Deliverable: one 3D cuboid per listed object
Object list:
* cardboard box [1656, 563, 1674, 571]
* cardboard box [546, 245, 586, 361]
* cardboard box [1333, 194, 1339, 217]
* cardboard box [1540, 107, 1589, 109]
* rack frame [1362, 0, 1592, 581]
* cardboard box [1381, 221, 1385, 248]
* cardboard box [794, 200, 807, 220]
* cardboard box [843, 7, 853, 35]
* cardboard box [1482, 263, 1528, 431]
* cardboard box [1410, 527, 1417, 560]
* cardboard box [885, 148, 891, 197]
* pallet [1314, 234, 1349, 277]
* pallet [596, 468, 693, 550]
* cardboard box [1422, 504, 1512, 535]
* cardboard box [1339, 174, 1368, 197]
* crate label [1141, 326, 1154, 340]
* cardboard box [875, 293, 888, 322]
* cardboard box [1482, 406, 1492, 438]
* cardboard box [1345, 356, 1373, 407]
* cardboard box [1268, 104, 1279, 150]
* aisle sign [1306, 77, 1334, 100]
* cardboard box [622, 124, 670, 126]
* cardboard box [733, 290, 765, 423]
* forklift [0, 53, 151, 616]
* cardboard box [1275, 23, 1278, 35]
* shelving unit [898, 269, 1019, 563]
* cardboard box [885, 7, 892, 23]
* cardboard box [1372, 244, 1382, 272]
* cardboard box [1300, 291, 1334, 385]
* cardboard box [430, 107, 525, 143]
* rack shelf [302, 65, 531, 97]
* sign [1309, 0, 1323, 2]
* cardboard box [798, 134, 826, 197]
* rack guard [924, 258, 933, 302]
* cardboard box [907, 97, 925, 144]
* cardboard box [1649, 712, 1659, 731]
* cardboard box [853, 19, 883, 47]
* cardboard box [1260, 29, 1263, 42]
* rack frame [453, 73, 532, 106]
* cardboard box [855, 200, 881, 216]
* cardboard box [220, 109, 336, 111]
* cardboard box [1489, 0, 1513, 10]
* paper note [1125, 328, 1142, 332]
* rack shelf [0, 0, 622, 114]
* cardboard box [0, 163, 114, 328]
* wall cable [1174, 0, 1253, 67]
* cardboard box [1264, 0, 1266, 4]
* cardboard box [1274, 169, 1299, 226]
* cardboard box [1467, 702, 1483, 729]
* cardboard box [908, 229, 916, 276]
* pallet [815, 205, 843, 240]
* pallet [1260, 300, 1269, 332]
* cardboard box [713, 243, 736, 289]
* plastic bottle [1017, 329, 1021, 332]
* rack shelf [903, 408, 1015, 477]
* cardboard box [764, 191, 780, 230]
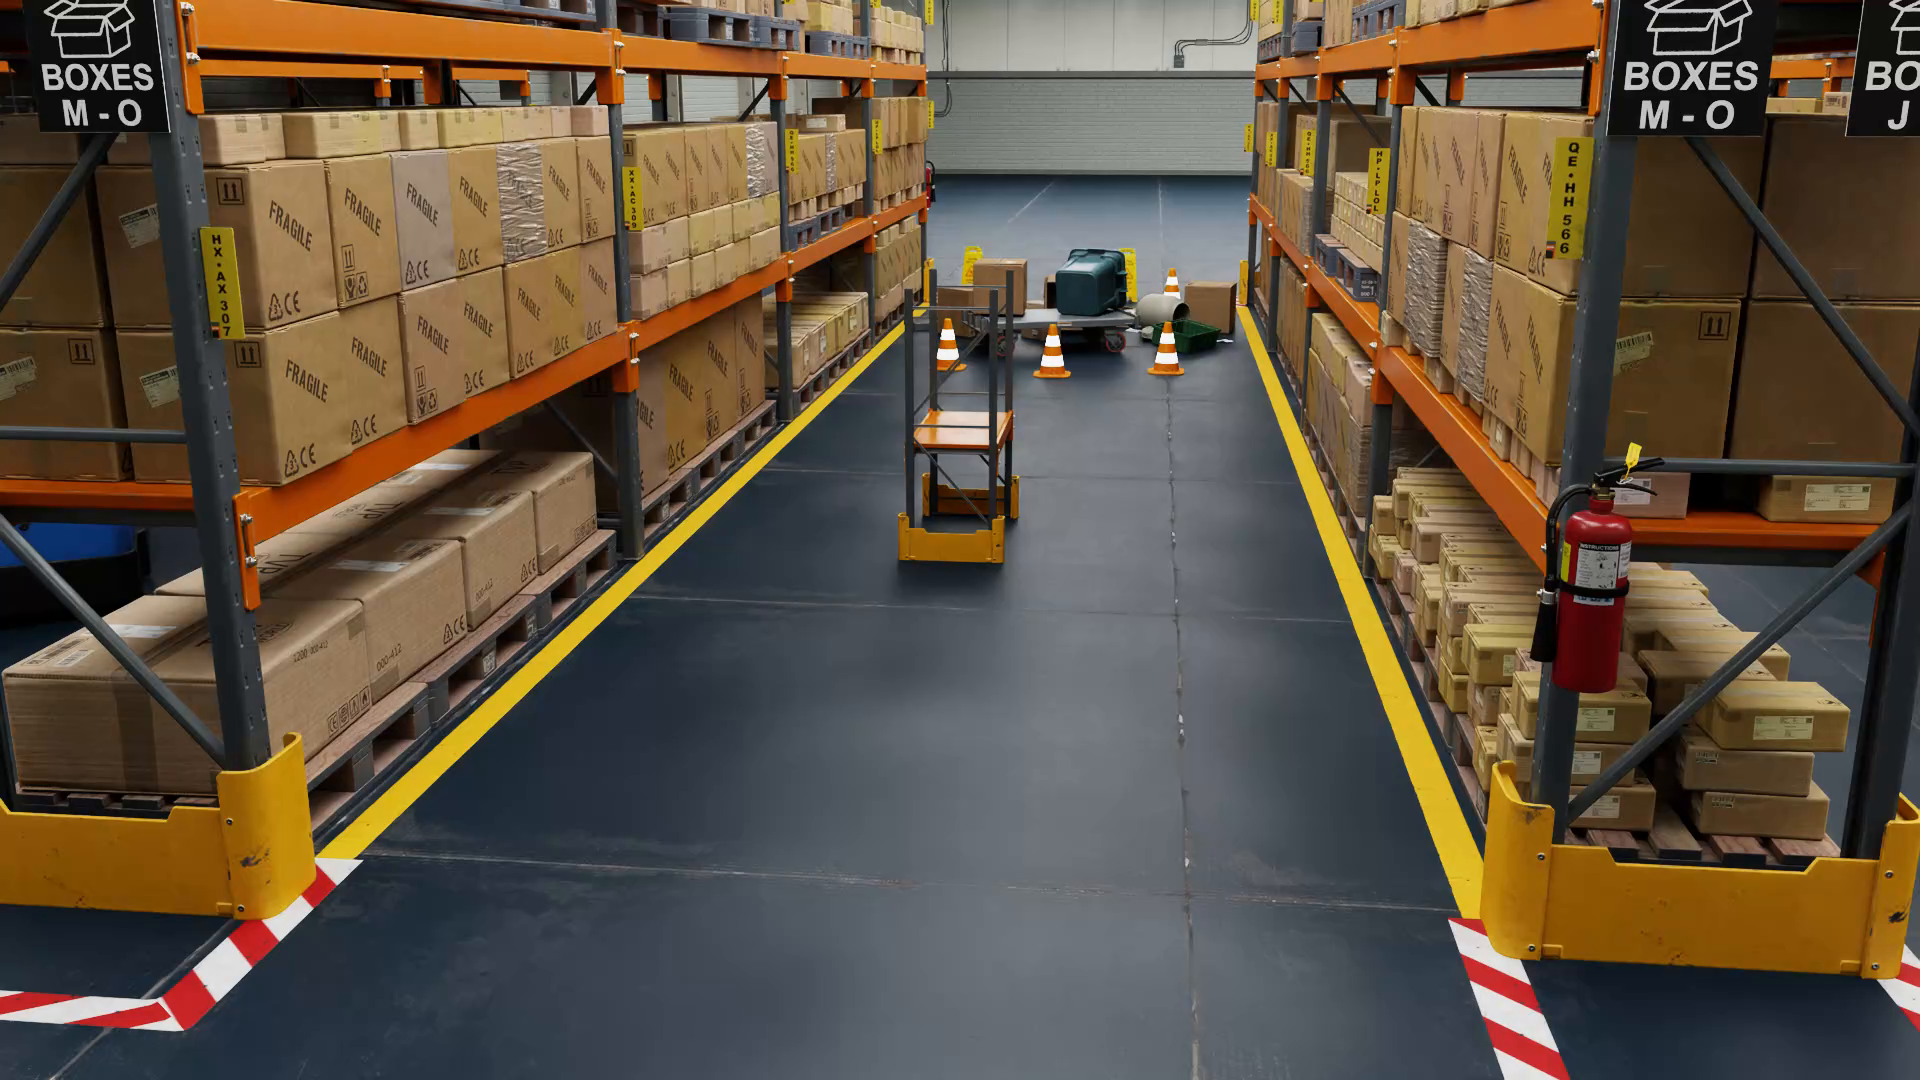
[{"bbox_3d":[2.804,0.093,7.090,0.380,0.149,0.250,1,15,4],"label":"cardboard box"},{"bbox_3d":[-2.121,-1.140,7.941,0.500,0.500,0.500,1,15,5],"label":"cardboard box"},{"bbox_3d":[2.857,-2.377,11.813,0.380,0.149,0.250,2,15,9],"label":"cardboard box"},{"bbox_3d":[2.822,-1.644,7.320,0.500,0.500,0.500,1,15,4],"label":"cardboard box"},{"bbox_3d":[2.660,-1.234,8.479,1.000,3.000,0.127,2,15,6],"label":"rack frame"},{"bbox_3d":[2.568,-1.701,9.312,0.380,0.149,0.250,2,15,9],"label":"cardboard box"},{"bbox_3d":[-1.455,-2.693,13.552,0.380,0.149,0.250,1,15,3],"label":"cardboard box"},{"bbox_3d":[-1.289,-4.851,15.592,0.500,0.250,0.500,1,15,5],"label":"cardboard box"},{"bbox_3d":[2.067,-0.646,5.543,0.500,0.500,0.500,1,15,5],"label":"cardboard box"},{"bbox_3d":[2.370,0.013,7.954,0.380,0.149,0.250,2,15,6],"label":"cardboard box"},{"bbox_3d":[-1.007,-3.857,17.418,0.500,0.500,0.500,2,15,6],"label":"cardboard box"},{"bbox_3d":[3.137,-1.991,11.645,1.213,0.211,1.003,2,15,6],"label":"pallet"},{"bbox_3d":[-2.258,-0.210,10.033,1.003,0.211,1.213,2,15,6],"label":"pallet"},{"bbox_3d":[2.339,-0.059,7.652,0.380,0.149,0.250,1,15,5],"label":"cardboard box"},{"bbox_3d":[2.839,-2.456,11.536,0.380,0.149,0.250,1,15,5],"label":"cardboard box"},{"bbox_3d":[2.046,-2.148,17.342,0.298,0.136,0.250,-10,18,-32],"label":"crate label"},{"bbox_3d":[-1.032,-2.449,17.435,0.500,0.250,0.500,1,15,4],"label":"cardboard box"},{"bbox_3d":[2.108,-0.431,5.992,0.380,0.149,0.250,1,15,4],"label":"cardboard box"},{"bbox_3d":[2.564,-0.926,9.886,0.500,0.250,0.500,2,15,9],"label":"cardboard box"},{"bbox_3d":[3.585,-4.143,16.882,0.875,0.550,0.550,2,15,6],"label":"cardboard box"},{"bbox_3d":[4.320,-5.611,19.685,0.394,0.787,0.004,2,15,6],"label":"aisle sign"},{"bbox_3d":[-2.237,-2.539,11.196,0.500,0.500,0.500,2,15,8],"label":"cardboard box"},{"bbox_3d":[-1.979,-1.391,12.327,0.875,0.875,0.875,2,15,6],"label":"cardboard box"},{"bbox_3d":[-5.189,-1.346,9.025,1.130,2.935,3.031,-7,17,-24],"label":"forklift"},{"bbox_3d":[3.342,-5.123,16.600,0.380,0.149,0.250,2,15,7],"label":"cardboard box"},{"bbox_3d":[0.009,-0.744,9.539,0.587,1.500,1.083,2,15,6],"label":"shelving unit"},{"bbox_3d":[-0.912,-5.416,17.152,0.380,0.149,0.250,2,15,6],"label":"cardboard box"},{"bbox_3d":[2.595,-1.621,9.588,0.380,0.149,0.250,1,15,3],"label":"cardboard box"},{"bbox_3d":[3.269,-1.543,13.129,1.050,0.750,0.750,1,15,5],"label":"cardboard box"},{"bbox_3d":[-2.167,-1.847,7.395,0.380,0.149,0.250,2,15,6],"label":"cardboard box"},{"bbox_3d":[-6.074,-5.193,18.752,1.077,0.370,4.000,2,15,6],"label":"rack shelf"},{"bbox_3d":[2.561,-4.026,11.915,0.100,0.325,0.005,2,15,6],"label":"sign"},{"bbox_3d":[-1.433,-3.169,14.068,0.500,0.500,0.500,2,15,7],"label":"cardboard box"},{"bbox_3d":[-0.924,-3.239,20.685,1.175,0.500,0.348,2,15,6],"label":"rack guard"},{"bbox_3d":[-0.777,-4.735,18.750,0.700,0.500,0.500,2,15,6],"label":"cardboard box"},{"bbox_3d":[2.549,0.570,5.896,0.380,0.149,0.250,2,15,7],"label":"cardboard box"},{"bbox_3d":[-1.046,-5.054,16.576,0.500,0.250,0.500,1,15,5],"label":"cardboard box"},{"bbox_3d":[3.629,-5.778,19.024,0.380,0.149,0.250,2,15,7],"label":"cardboard box"},{"bbox_3d":[-5.848,-4.611,20.968,1.000,3.000,0.127,2,15,6],"label":"rack frame"},{"bbox_3d":[-1.013,-3.379,16.895,0.380,0.149,0.250,2,15,6],"label":"cardboard box"},{"bbox_3d":[-2.742,-1.659,6.702,0.380,0.149,0.250,2,15,8],"label":"cardboard box"},{"bbox_3d":[2.116,-1.959,5.700,0.500,0.250,0.500,2,15,9],"label":"cardboard box"},{"bbox_3d":[1.898,-2.278,18.043,0.172,0.023,0.155,7,17,25],"label":"paper note"},{"bbox_3d":[-2.496,-1.936,6.705,1.077,0.370,4.000,2,15,6],"label":"rack shelf"},{"bbox_3d":[-2.904,-0.979,5.429,0.500,0.500,0.500,2,15,8],"label":"cardboard box"},{"bbox_3d":[7.640,-17.217,49.579,2.305,6.003,0.169,2,15,6],"label":"wall cable"},{"bbox_3d":[3.573,-6.035,18.445,0.380,0.149,0.250,2,15,7],"label":"cardboard box"},{"bbox_3d":[3.236,-3.229,15.664,0.500,0.500,0.500,2,15,7],"label":"cardboard box"},{"bbox_3d":[2.119,0.634,6.227,0.380,0.149,0.250,2,15,7],"label":"cardboard box"},{"bbox_3d":[-0.803,-3.352,19.340,0.500,0.500,0.500,2,15,8],"label":"cardboard box"},{"bbox_3d":[-1.636,-2.813,14.686,1.003,0.211,1.213,2,15,6],"label":"pallet"},{"bbox_3d":[3.861,-2.475,18.411,1.003,0.211,1.213,2,15,6],"label":"pallet"},{"bbox_3d":[-1.762,-1.784,10.799,0.500,0.250,0.500,1,15,5],"label":"cardboard box"},{"bbox_3d":[0.642,-2.289,18.012,0.133,0.061,0.283,4,16,16],"label":"plastic bottle"},{"bbox_3d":[0.010,-0.572,9.595,0.538,0.185,1.000,2,15,6],"label":"rack shelf"},{"bbox_3d":[-1.621,-2.427,12.220,0.500,0.250,0.500,2,15,6],"label":"cardboard box"}]
